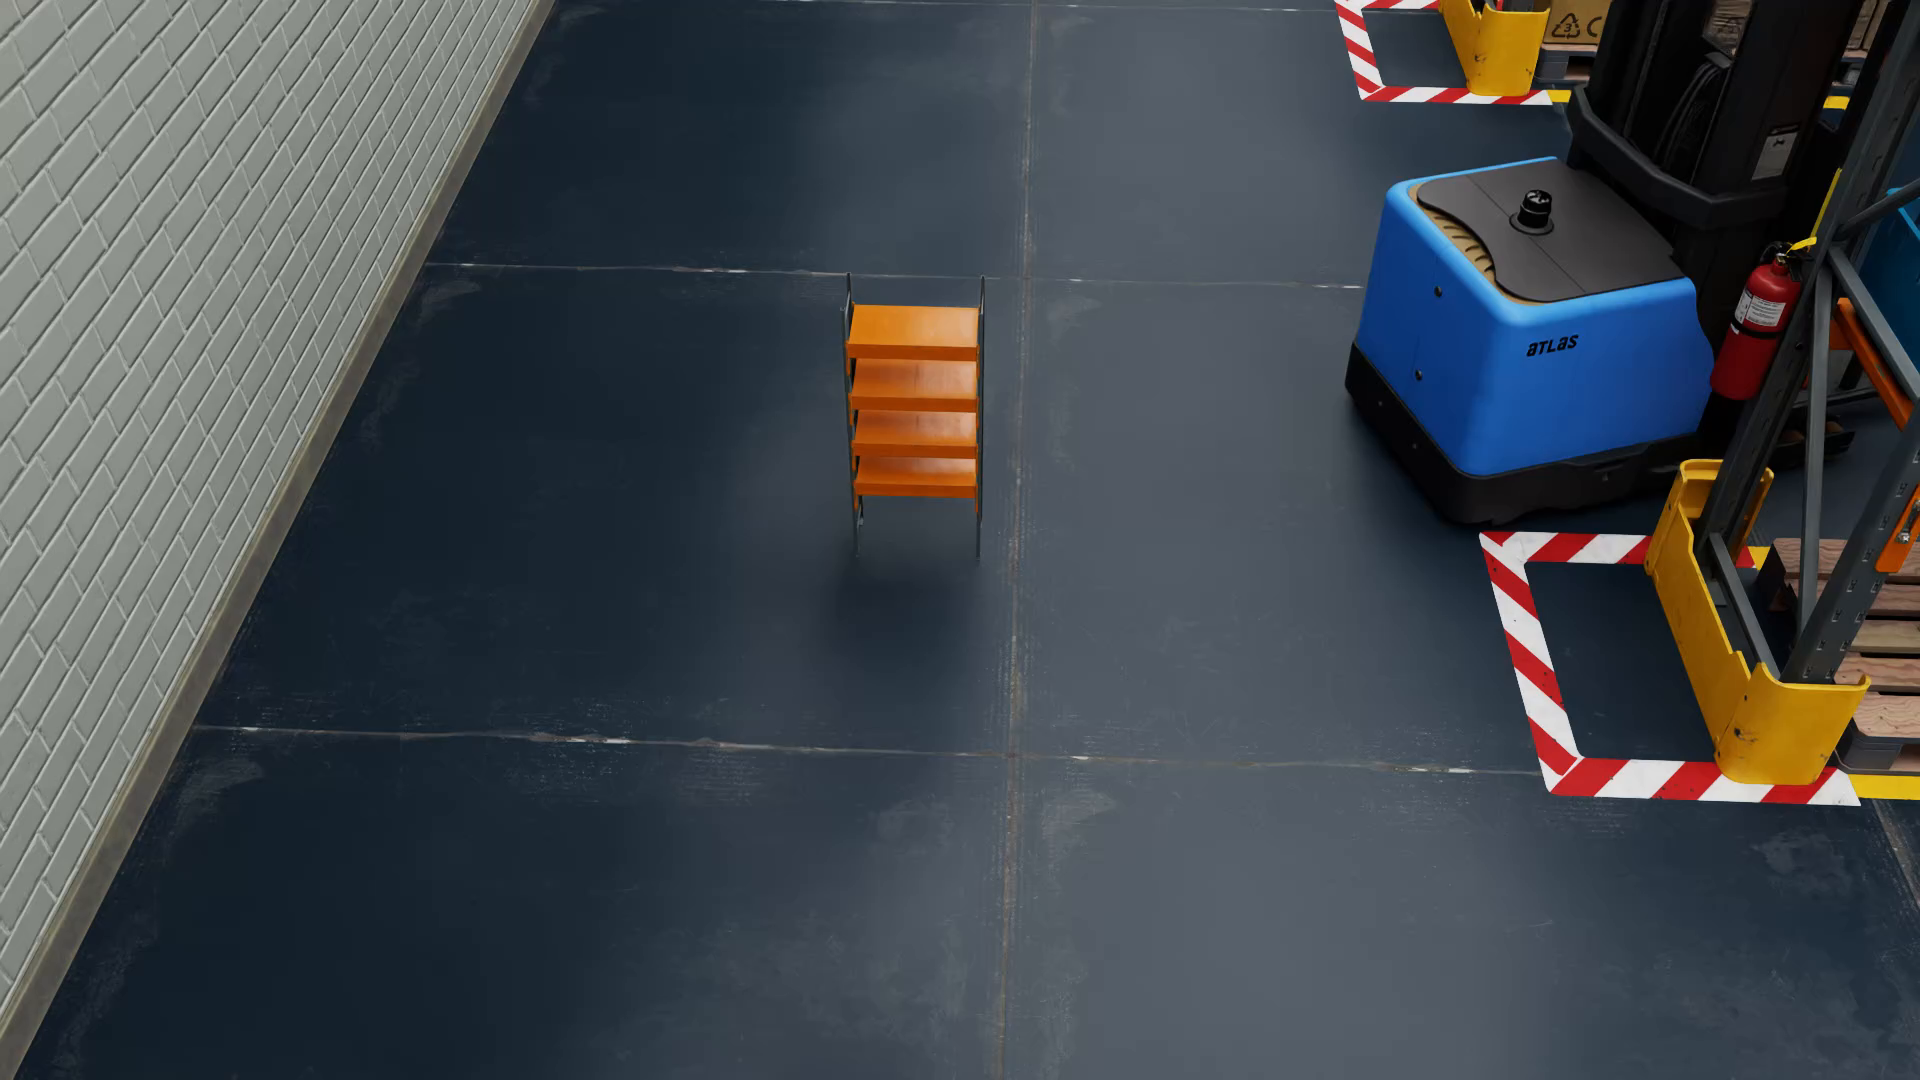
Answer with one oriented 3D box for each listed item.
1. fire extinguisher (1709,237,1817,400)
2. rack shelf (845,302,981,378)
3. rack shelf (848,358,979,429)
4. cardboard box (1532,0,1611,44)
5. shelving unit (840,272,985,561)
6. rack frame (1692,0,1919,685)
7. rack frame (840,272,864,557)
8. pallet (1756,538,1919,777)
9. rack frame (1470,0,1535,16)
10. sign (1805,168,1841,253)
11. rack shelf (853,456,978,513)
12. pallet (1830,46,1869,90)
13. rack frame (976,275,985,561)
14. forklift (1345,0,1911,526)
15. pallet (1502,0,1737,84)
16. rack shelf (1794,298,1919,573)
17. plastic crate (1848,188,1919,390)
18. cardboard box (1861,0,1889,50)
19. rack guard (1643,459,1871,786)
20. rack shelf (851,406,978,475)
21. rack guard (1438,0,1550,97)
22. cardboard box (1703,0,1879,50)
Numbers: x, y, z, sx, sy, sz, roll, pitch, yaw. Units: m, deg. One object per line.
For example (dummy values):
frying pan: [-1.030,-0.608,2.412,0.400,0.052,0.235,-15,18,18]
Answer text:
fire extinguisher: [2.773,-0.796,5.734,0.183,0.674,0.296,2,43,2]
rack shelf: [-0.165,-0.732,6.079,0.480,0.148,0.258,2,43,2]
rack shelf: [-0.165,-0.559,6.240,0.480,0.148,0.258,2,43,2]
cardboard box: [3.770,-3.430,9.482,0.875,0.875,0.875,2,43,2]
shelving unit: [-0.165,-0.444,6.346,0.503,1.200,0.258,2,43,2]
rack frame: [2.904,-0.647,5.244,0.127,3.000,1.000,2,43,2]
rack frame: [-0.409,-0.452,6.355,0.015,1.200,0.240,2,43,2]
pallet: [3.726,0.425,6.138,1.213,0.211,1.003,2,43,2]
rack frame: [3.127,-4.019,8.864,0.127,3.000,1.000,2,43,2]
sign: [2.912,-1.081,5.591,0.005,0.325,0.100,2,43,2]
rack shelf: [-0.165,-0.250,6.528,0.480,0.148,0.258,2,43,2]
pallet: [5.144,-2.988,9.803,1.213,0.211,1.003,2,43,2]
rack frame: [0.078,-0.437,6.338,0.015,1.200,0.240,2,43,2]
forklift: [3.283,-1.710,6.435,3.031,2.935,1.130,-12,44,-12]
pallet: [3.929,-3.028,9.845,1.213,0.211,1.003,2,43,2]
rack shelf: [4.902,-0.322,5.423,4.000,0.370,1.077,2,43,2]
plastic crate: [3.246,-0.798,5.337,0.499,0.435,0.616,2,43,2]
cardboard box: [5.568,-3.375,9.423,0.875,0.875,0.875,2,43,2]
rack guard: [2.879,0.276,6.087,0.348,0.500,1.175,2,43,2]
rack shelf: [-0.165,-0.395,6.392,0.480,0.148,0.258,2,43,2]
rack guard: [3.103,-3.105,9.717,0.348,0.500,1.175,2,43,2]
cardboard box: [4.679,-3.402,9.452,0.875,0.875,0.875,2,43,2]
